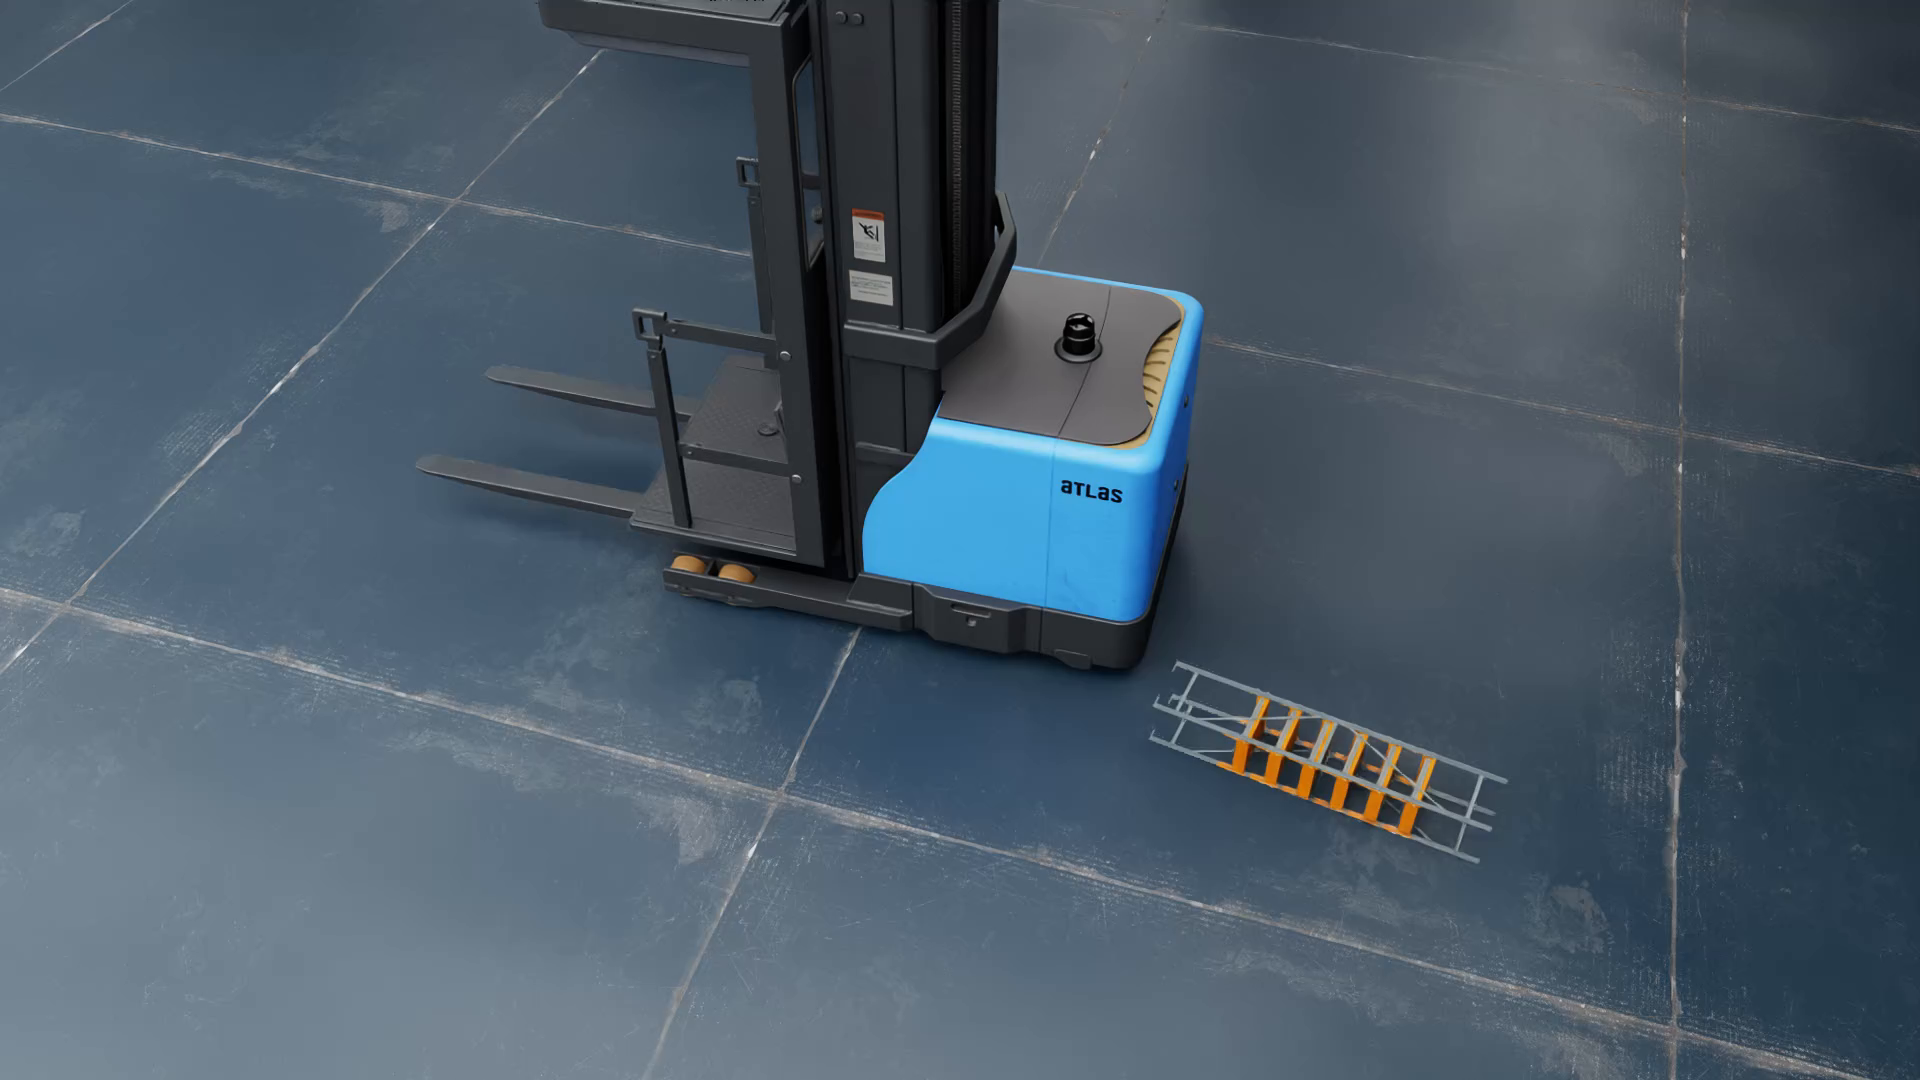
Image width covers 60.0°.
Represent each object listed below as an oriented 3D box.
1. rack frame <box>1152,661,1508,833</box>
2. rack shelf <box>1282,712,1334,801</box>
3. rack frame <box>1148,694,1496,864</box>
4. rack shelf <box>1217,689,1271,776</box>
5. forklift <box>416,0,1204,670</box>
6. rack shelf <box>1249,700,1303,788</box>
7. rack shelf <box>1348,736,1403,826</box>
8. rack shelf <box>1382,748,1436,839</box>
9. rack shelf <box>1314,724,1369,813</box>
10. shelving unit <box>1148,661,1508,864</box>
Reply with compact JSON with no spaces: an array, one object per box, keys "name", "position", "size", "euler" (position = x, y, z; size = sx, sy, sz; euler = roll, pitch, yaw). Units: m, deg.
[{"name":"rack frame","position":[1.270,0.703,5.763],"size":[1.200,0.006,0.240],"euler":[19,48,19]},{"name":"rack shelf","position":[1.231,0.754,5.841],"size":[0.103,0.180,0.258],"euler":[19,48,19]},{"name":"rack frame","position":[1.270,0.833,5.891],"size":[1.200,0.006,0.240],"euler":[19,48,19]},{"name":"rack shelf","position":[1.016,0.679,5.918],"size":[0.103,0.180,0.258],"euler":[19,48,19]},{"name":"forklift","position":[-0.660,-1.135,5.814],"size":[3.031,2.935,1.130],"euler":[11,45,11]},{"name":"rack shelf","position":[1.123,0.716,5.879],"size":[0.103,0.180,0.258],"euler":[19,48,19]},{"name":"rack shelf","position":[1.445,0.829,5.764],"size":[0.103,0.180,0.258],"euler":[19,48,19]},{"name":"rack shelf","position":[1.553,0.867,5.726],"size":[0.103,0.180,0.258],"euler":[19,48,19]},{"name":"rack shelf","position":[1.338,0.792,5.802],"size":[0.103,0.180,0.258],"euler":[19,48,19]},{"name":"shelving unit","position":[1.270,0.768,5.827],"size":[1.200,0.189,0.258],"euler":[19,48,19]}]
